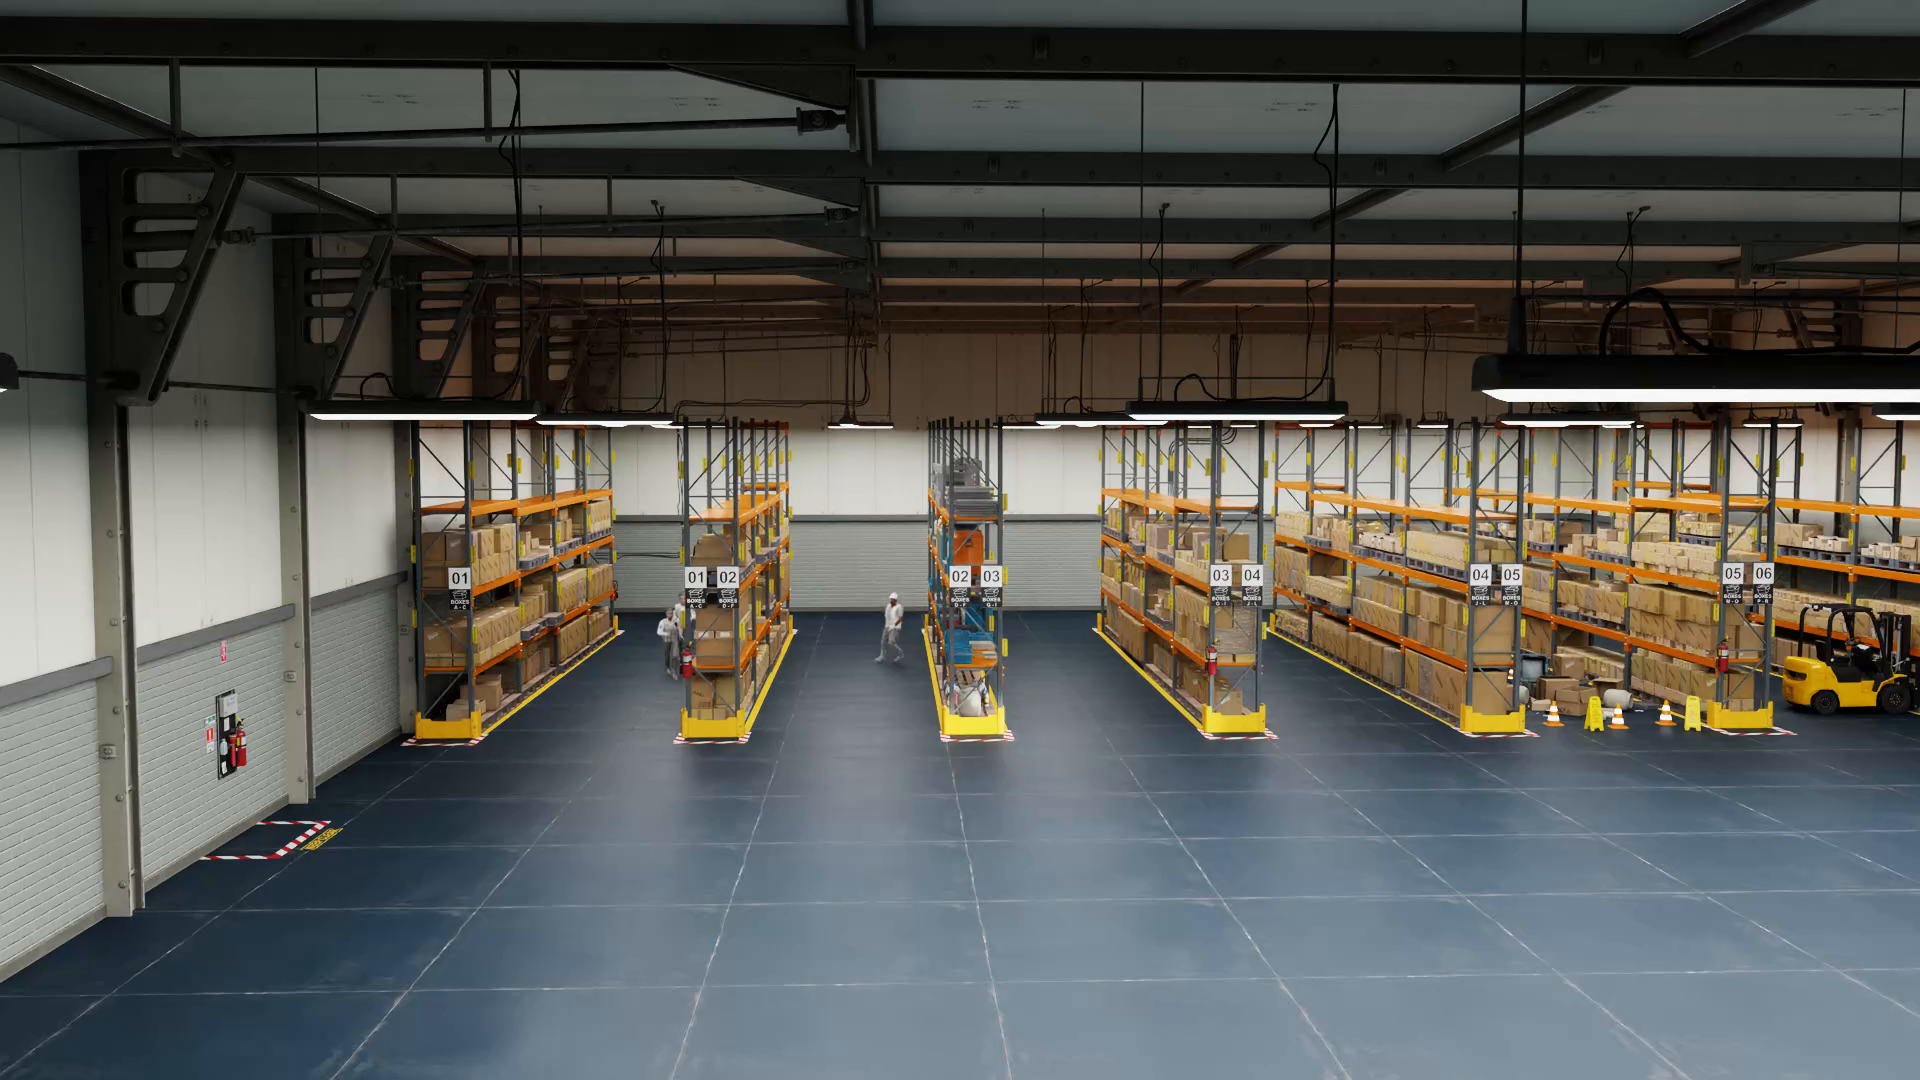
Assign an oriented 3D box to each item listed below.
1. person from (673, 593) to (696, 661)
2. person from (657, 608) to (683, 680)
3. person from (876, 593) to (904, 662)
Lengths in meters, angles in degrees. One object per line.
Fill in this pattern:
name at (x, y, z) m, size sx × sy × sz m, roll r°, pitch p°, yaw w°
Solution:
person at (-6.919, 2.168, 41.639) m, size 0.628 × 1.706 × 0.658 m, roll 0°, pitch 4°, yaw -1°
person at (-6.732, 2.376, 38.663) m, size 0.598 × 1.660 × 0.940 m, roll -1°, pitch 4°, yaw -11°
person at (-1.763, 2.168, 41.214) m, size 0.807 × 1.730 × 0.556 m, roll 3°, pitch 5°, yaw 43°
